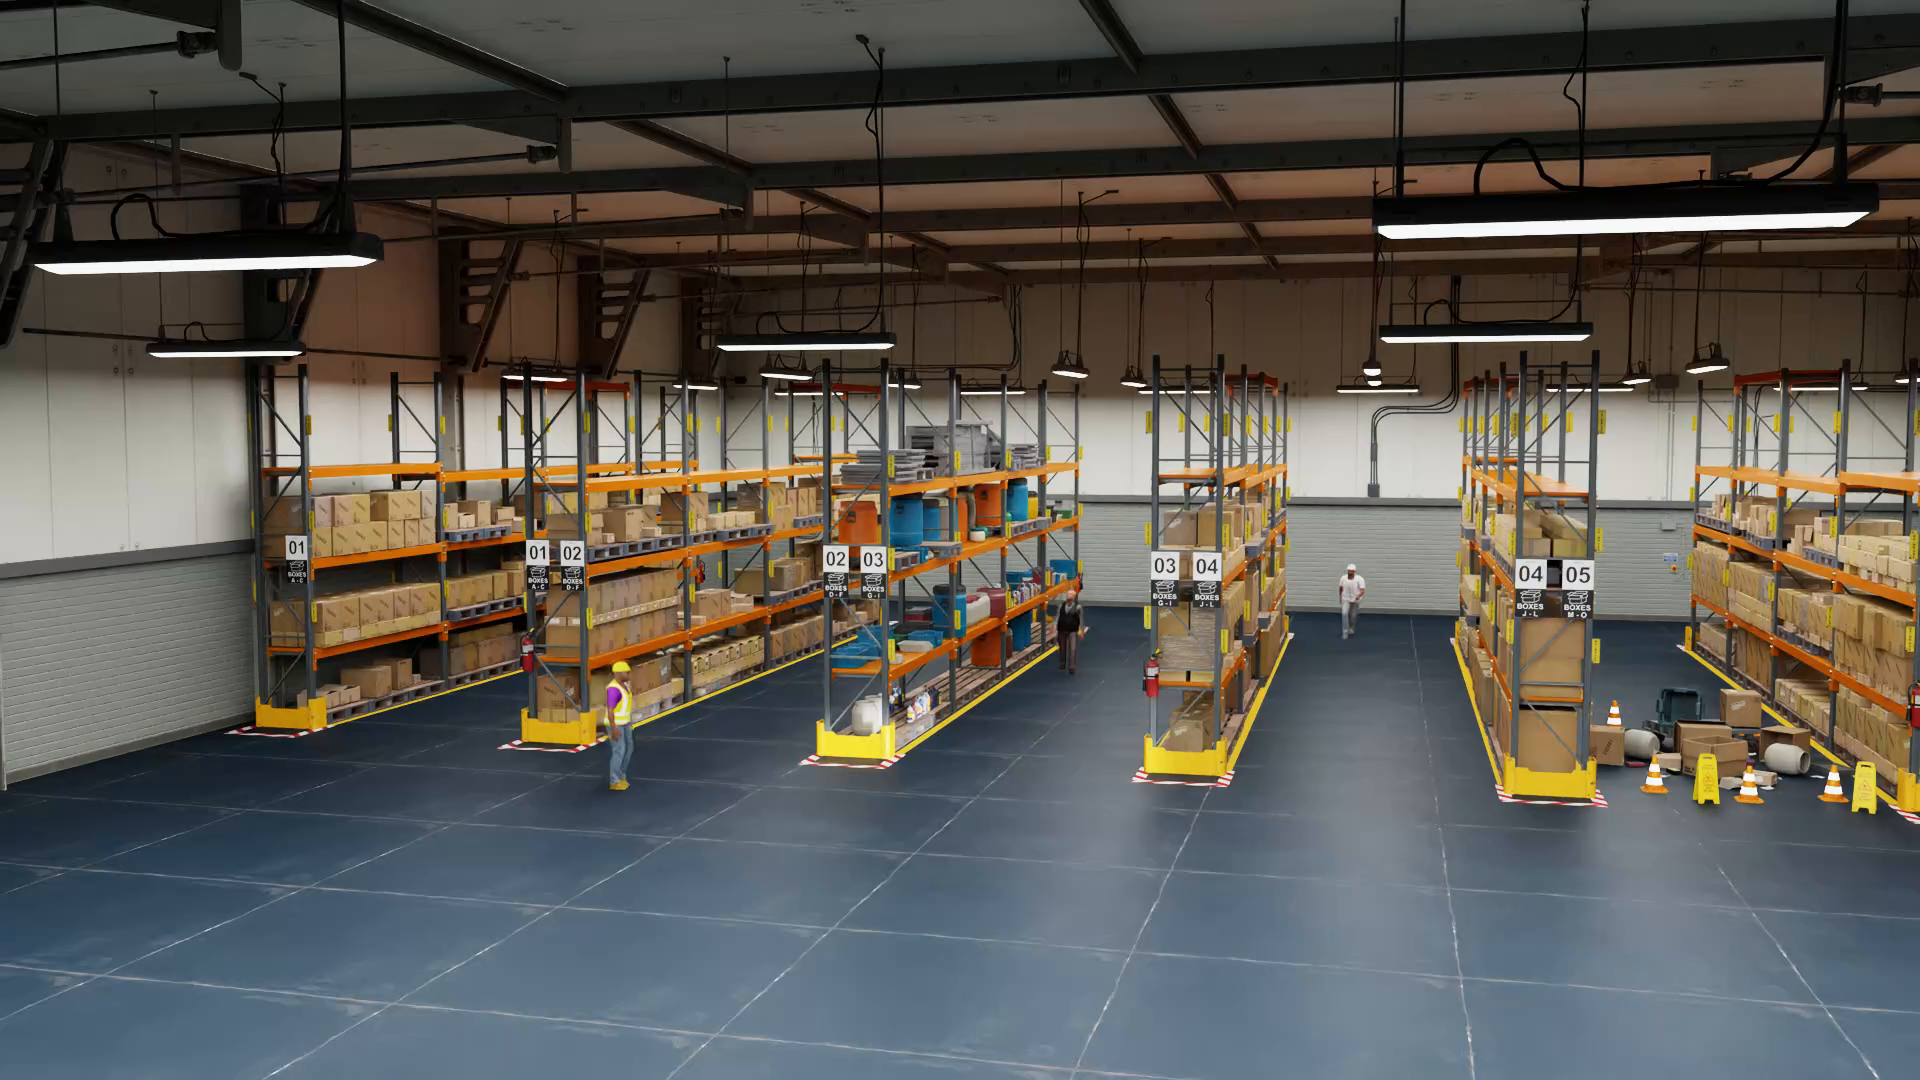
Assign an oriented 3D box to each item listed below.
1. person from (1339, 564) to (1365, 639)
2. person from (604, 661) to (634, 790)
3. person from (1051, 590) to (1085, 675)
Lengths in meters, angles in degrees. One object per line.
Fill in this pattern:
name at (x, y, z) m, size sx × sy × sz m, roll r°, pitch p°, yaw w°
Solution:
person at (9.272, 1.439, 39.367) m, size 0.605 × 1.743 × 0.994 m, roll 1°, pitch 4°, yaw 16°
person at (-4.694, 2.580, 22.938) m, size 0.404 × 1.829 × 0.665 m, roll 0°, pitch 4°, yaw 7°
person at (2.166, 1.844, 33.346) m, size 0.665 × 1.670 × 1.017 m, roll 0°, pitch 4°, yaw 5°
